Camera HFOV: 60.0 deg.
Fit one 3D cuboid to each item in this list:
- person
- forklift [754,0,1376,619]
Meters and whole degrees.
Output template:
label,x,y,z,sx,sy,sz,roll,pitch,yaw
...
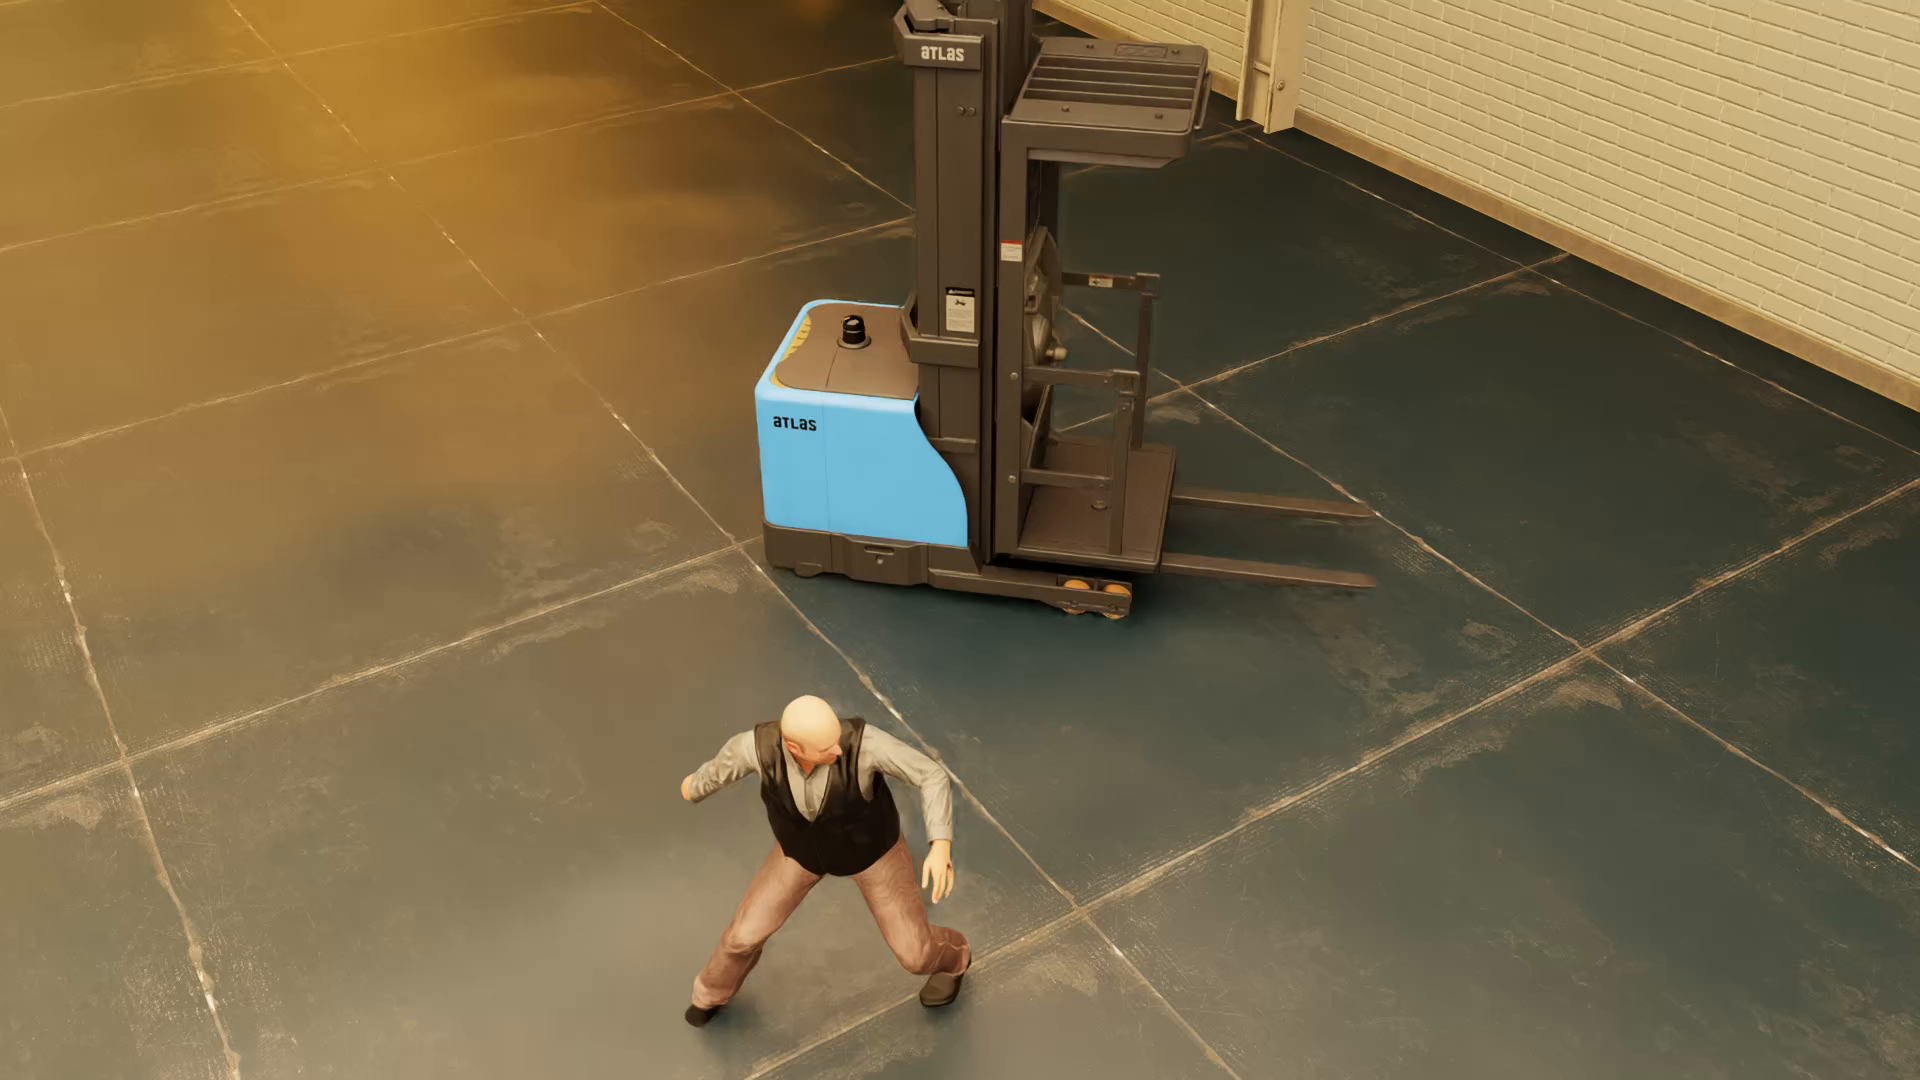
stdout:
label,x,y,z,sx,sy,sz,roll,pitch,yaw
person,-0.513,1.126,5.828,1.079,1.670,0.552,6,36,9
forklift,0.575,-1.148,7.781,3.031,2.935,1.130,6,36,9
